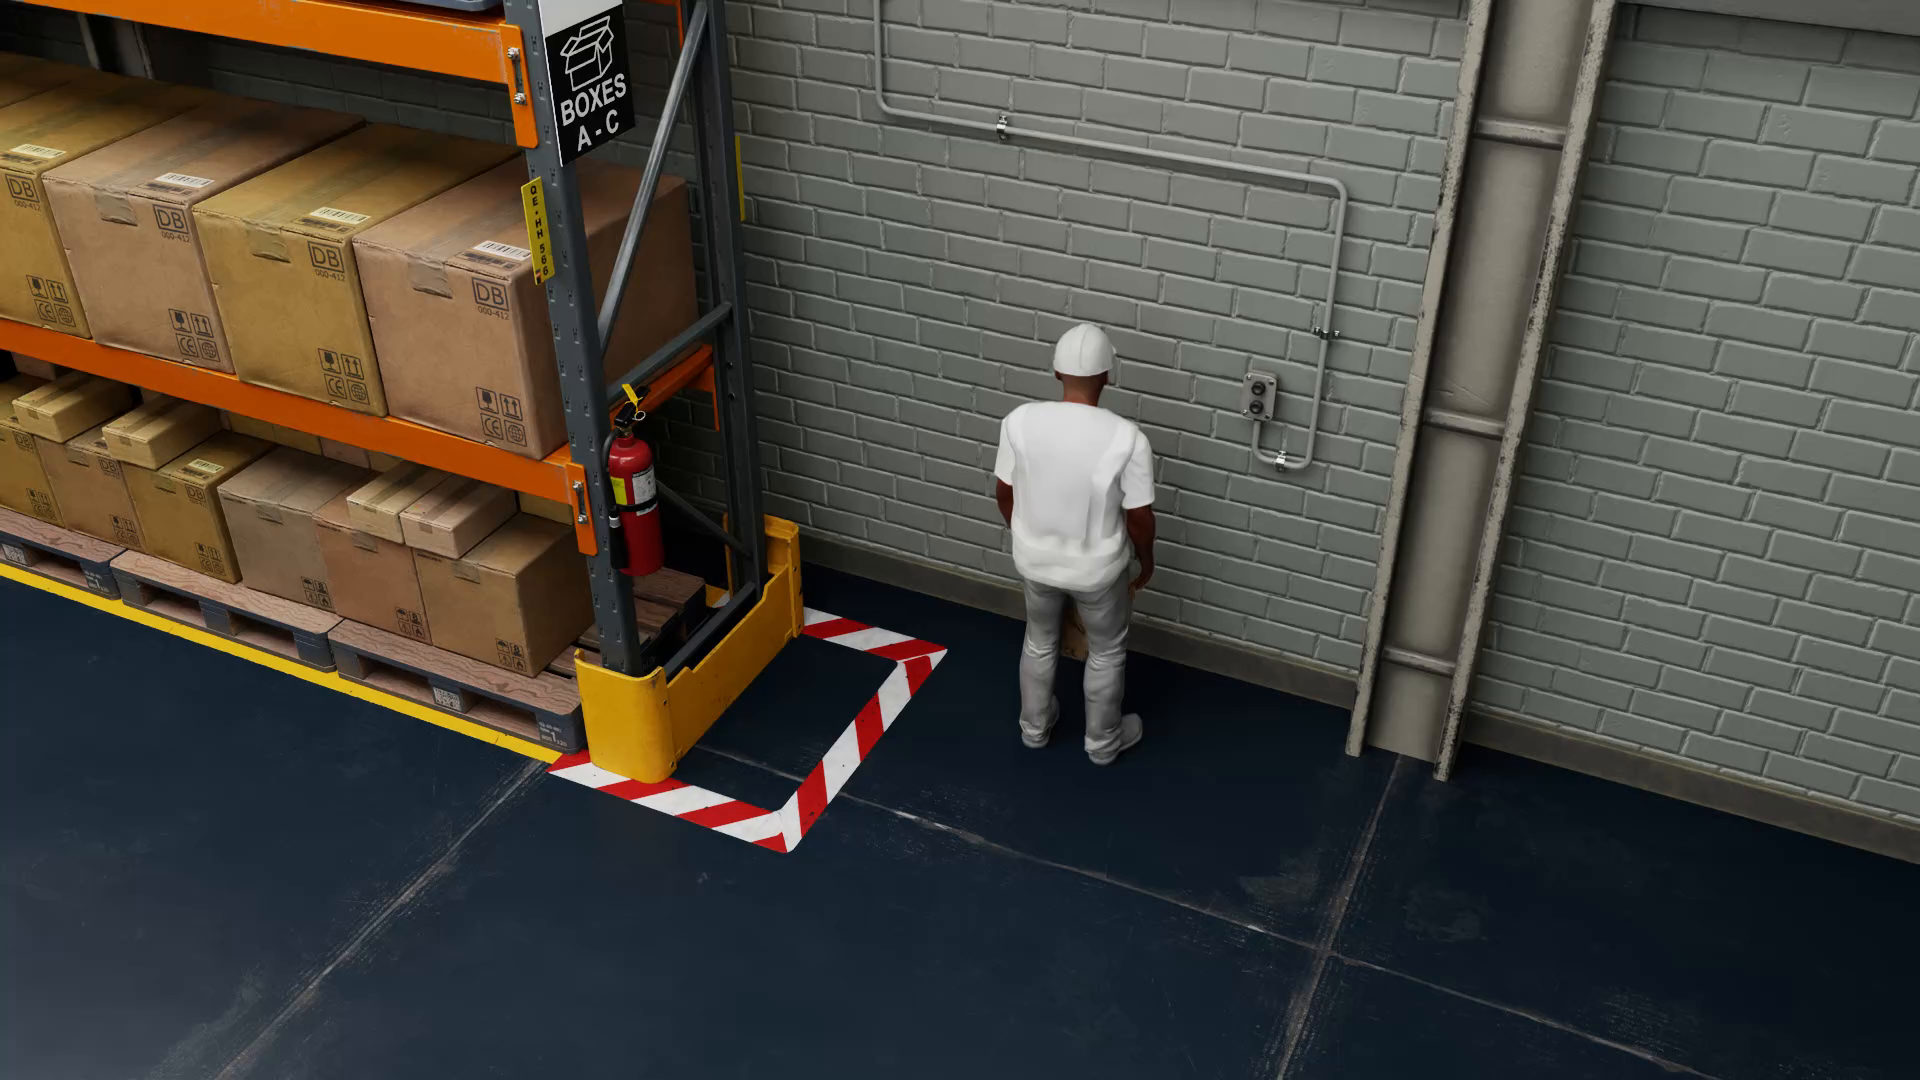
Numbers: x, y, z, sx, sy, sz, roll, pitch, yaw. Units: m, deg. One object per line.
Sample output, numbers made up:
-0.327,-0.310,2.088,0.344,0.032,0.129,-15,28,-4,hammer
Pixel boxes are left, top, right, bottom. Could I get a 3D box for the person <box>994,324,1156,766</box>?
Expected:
0.416,0.047,6.051,0.594,1.764,0.435,13,36,19,person
